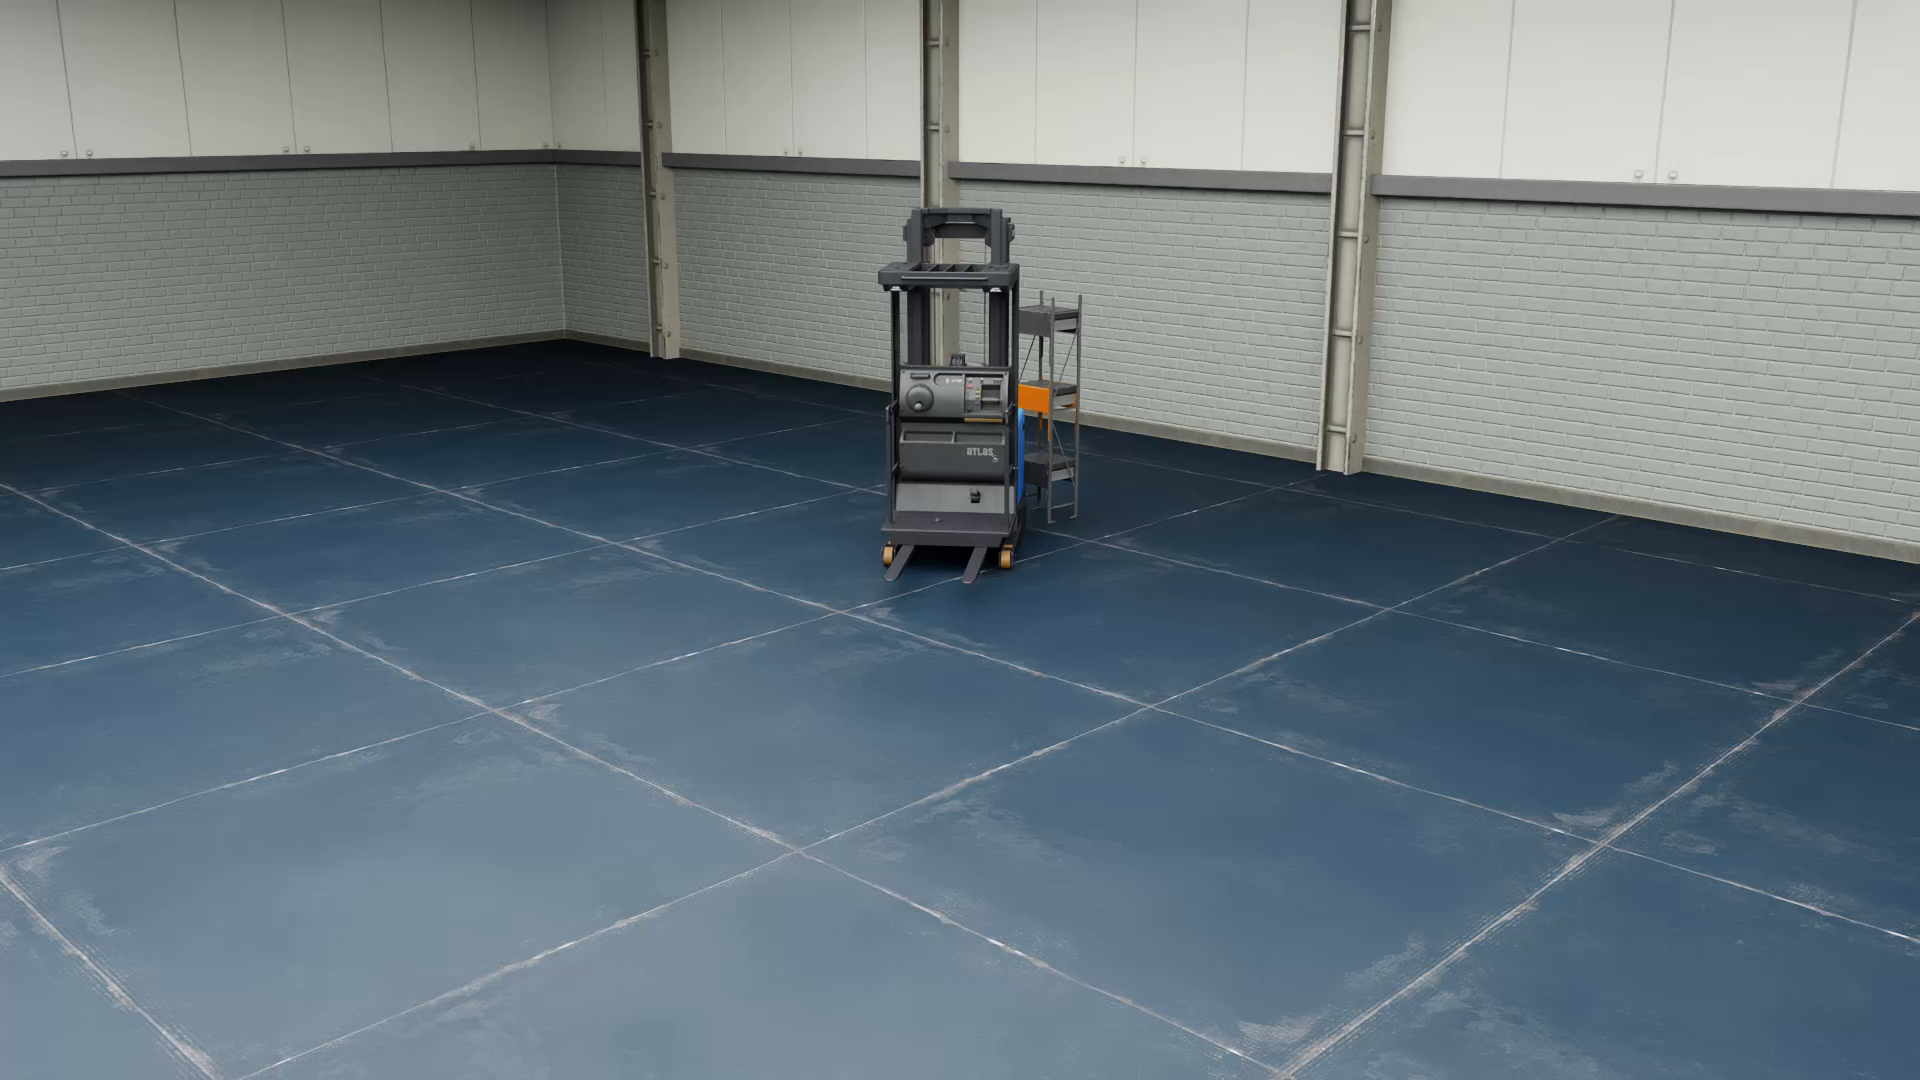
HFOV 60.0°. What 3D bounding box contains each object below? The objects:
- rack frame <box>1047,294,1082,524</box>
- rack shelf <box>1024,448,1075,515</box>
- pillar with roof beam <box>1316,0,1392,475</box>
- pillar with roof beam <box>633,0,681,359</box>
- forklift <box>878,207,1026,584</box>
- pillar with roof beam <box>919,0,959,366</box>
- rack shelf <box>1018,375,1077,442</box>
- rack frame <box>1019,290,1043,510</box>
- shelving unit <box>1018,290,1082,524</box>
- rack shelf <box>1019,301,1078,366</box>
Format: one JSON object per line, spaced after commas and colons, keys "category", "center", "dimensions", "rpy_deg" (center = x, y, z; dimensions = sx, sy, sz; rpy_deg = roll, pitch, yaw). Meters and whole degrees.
{"category": "rack frame", "center": [0.968, -1.204, 15.384], "dimensions": [0.400, 2.100, 0.015], "rpy_deg": [-13, 20, -42]}
{"category": "rack shelf", "center": [0.797, -0.557, 15.732], "dimensions": [0.431, 0.518, 0.480], "rpy_deg": [-13, 20, -42]}
{"category": "pillar with roof beam", "center": [1.074, -4.321, 13.667], "dimensions": [0.400, 9.000, 9.100], "rpy_deg": [14, 20, 42]}
{"category": "pillar with roof beam", "center": [-7.565, -6.421, 21.727], "dimensions": [0.400, 9.000, 9.100], "rpy_deg": [14, 20, 42]}
{"category": "forklift", "center": [-0.072, -1.262, 13.961], "dimensions": [1.130, 2.935, 3.031], "rpy_deg": [2, 15, 6]}
{"category": "pillar with roof beam", "center": [-3.245, -5.371, 17.697], "dimensions": [0.400, 9.000, 9.100], "rpy_deg": [14, 20, 42]}
{"category": "rack shelf", "center": [0.799, -1.235, 15.558], "dimensions": [0.431, 0.518, 0.480], "rpy_deg": [-13, 20, -42]}
{"category": "rack frame", "center": [0.630, -1.293, 15.725], "dimensions": [0.400, 2.100, 0.015], "rpy_deg": [-13, 20, -42]}
{"category": "shelving unit", "center": [0.799, -1.248, 15.554], "dimensions": [0.431, 2.100, 0.503], "rpy_deg": [-13, 20, -42]}
{"category": "rack shelf", "center": [0.801, -1.913, 15.383], "dimensions": [0.431, 0.518, 0.480], "rpy_deg": [-13, 20, -42]}
